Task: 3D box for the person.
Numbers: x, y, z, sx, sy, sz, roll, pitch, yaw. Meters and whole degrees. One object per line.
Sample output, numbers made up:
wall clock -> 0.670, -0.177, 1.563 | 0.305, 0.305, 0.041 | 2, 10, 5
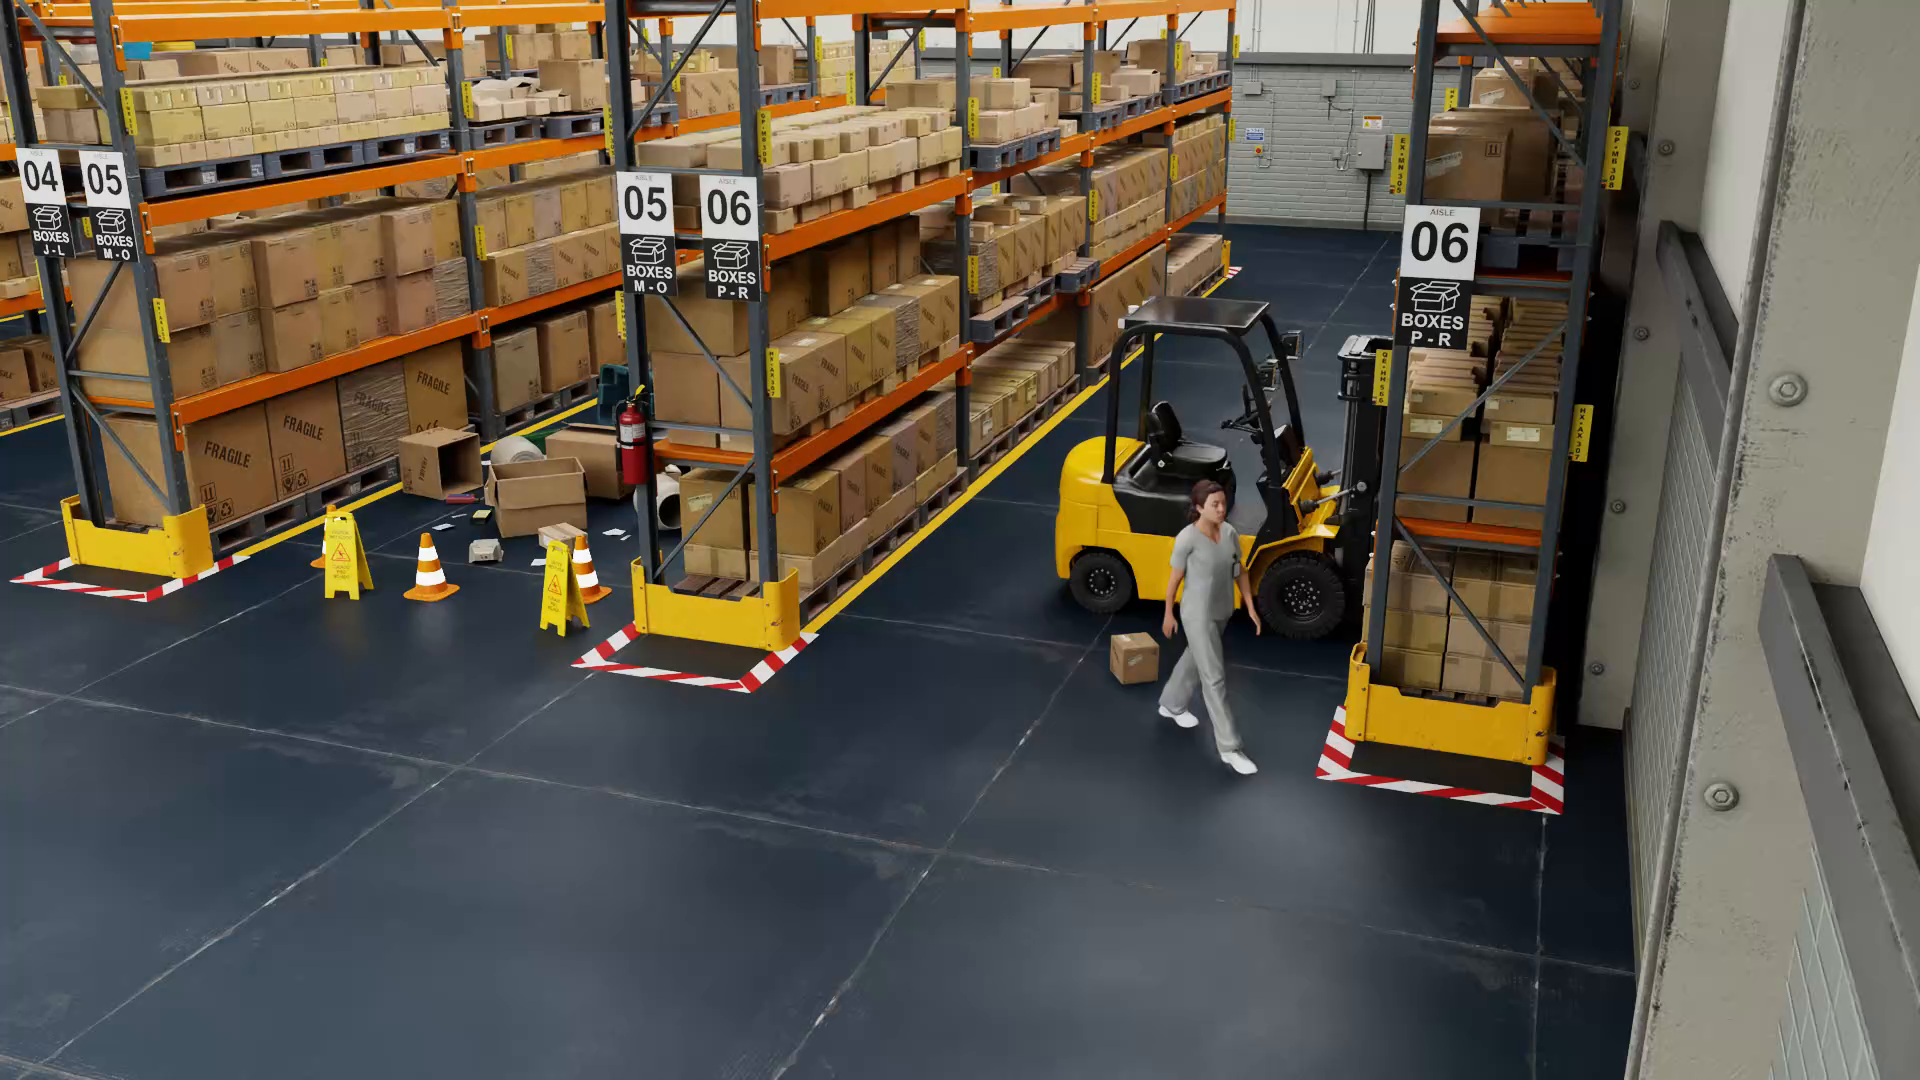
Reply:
person -> 1.468, 0.407, 9.740 | 0.453, 1.558, 0.846 | -13, 23, -34
